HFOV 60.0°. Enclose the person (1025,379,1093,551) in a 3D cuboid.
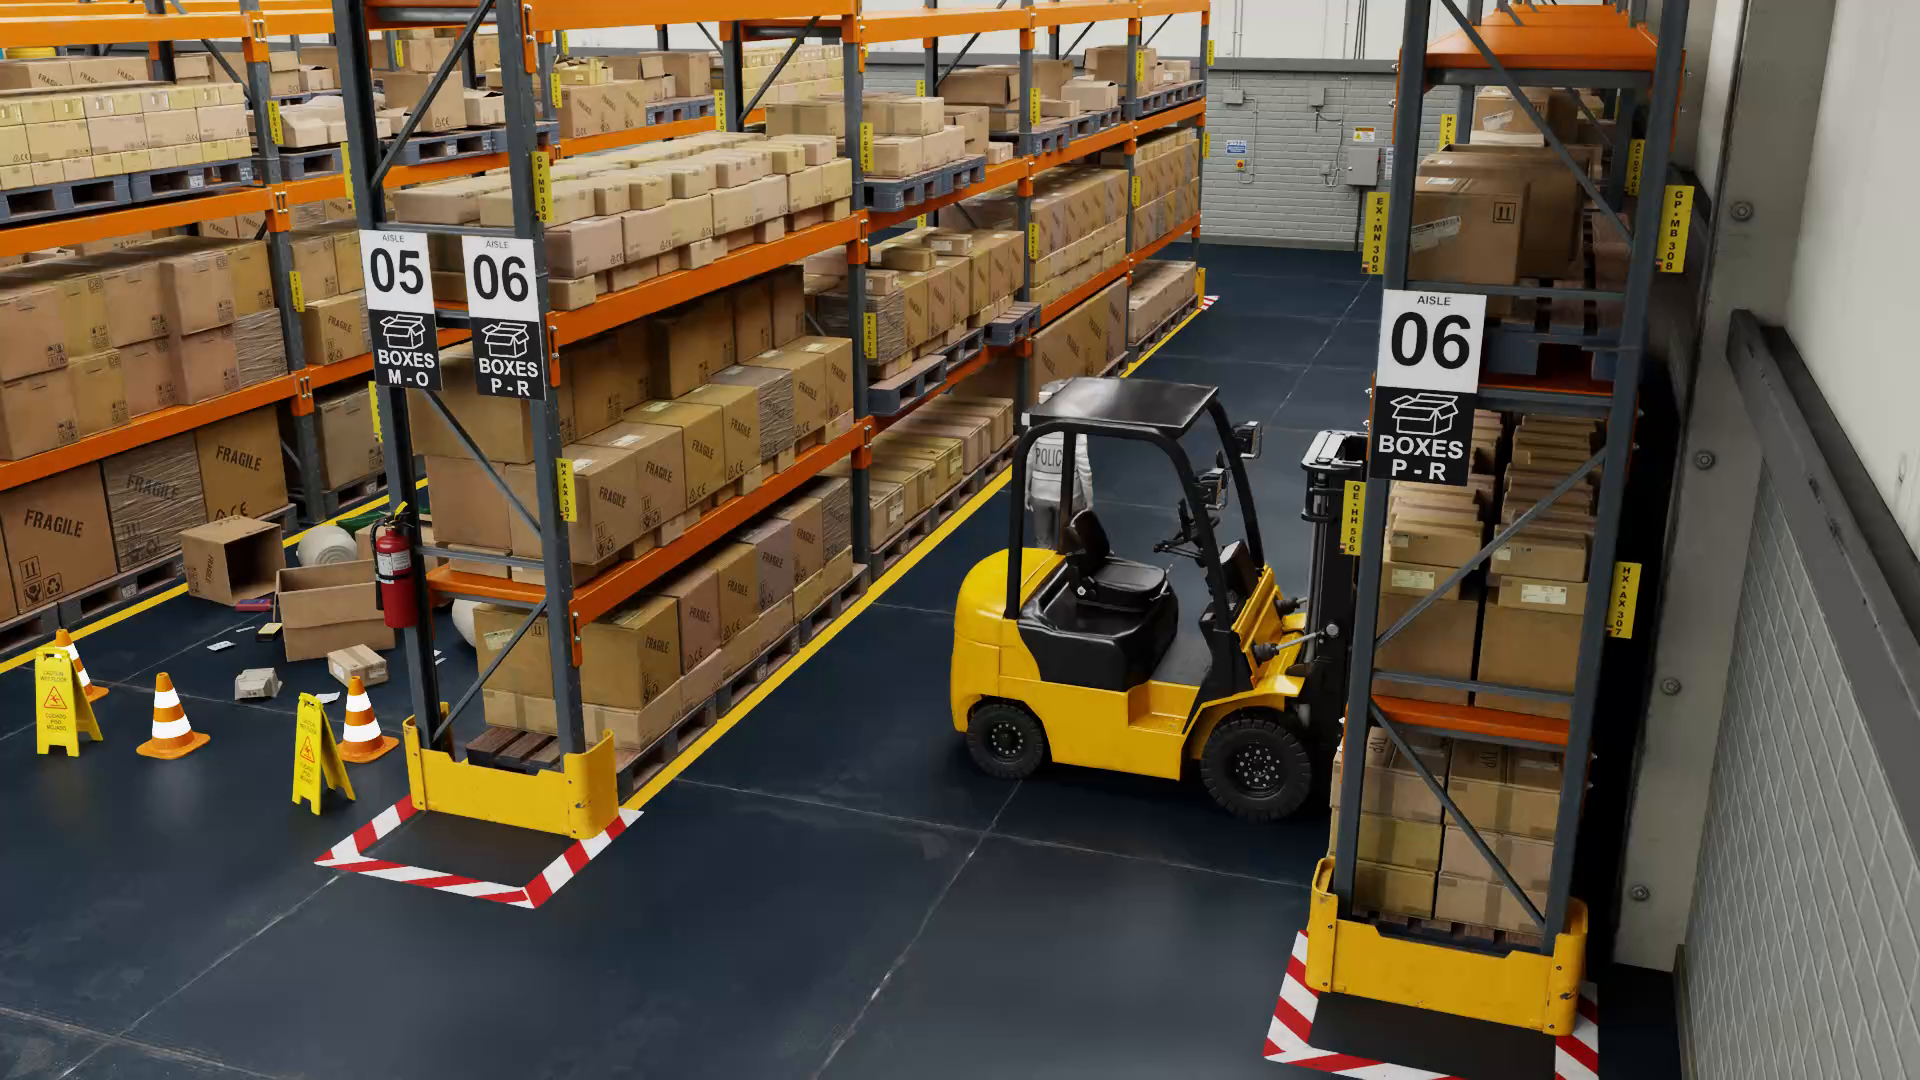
[{"bbox_3d":[0.703,-0.312,11.974,0.529,1.664,0.403,7,20,19],"label":"person"}]
